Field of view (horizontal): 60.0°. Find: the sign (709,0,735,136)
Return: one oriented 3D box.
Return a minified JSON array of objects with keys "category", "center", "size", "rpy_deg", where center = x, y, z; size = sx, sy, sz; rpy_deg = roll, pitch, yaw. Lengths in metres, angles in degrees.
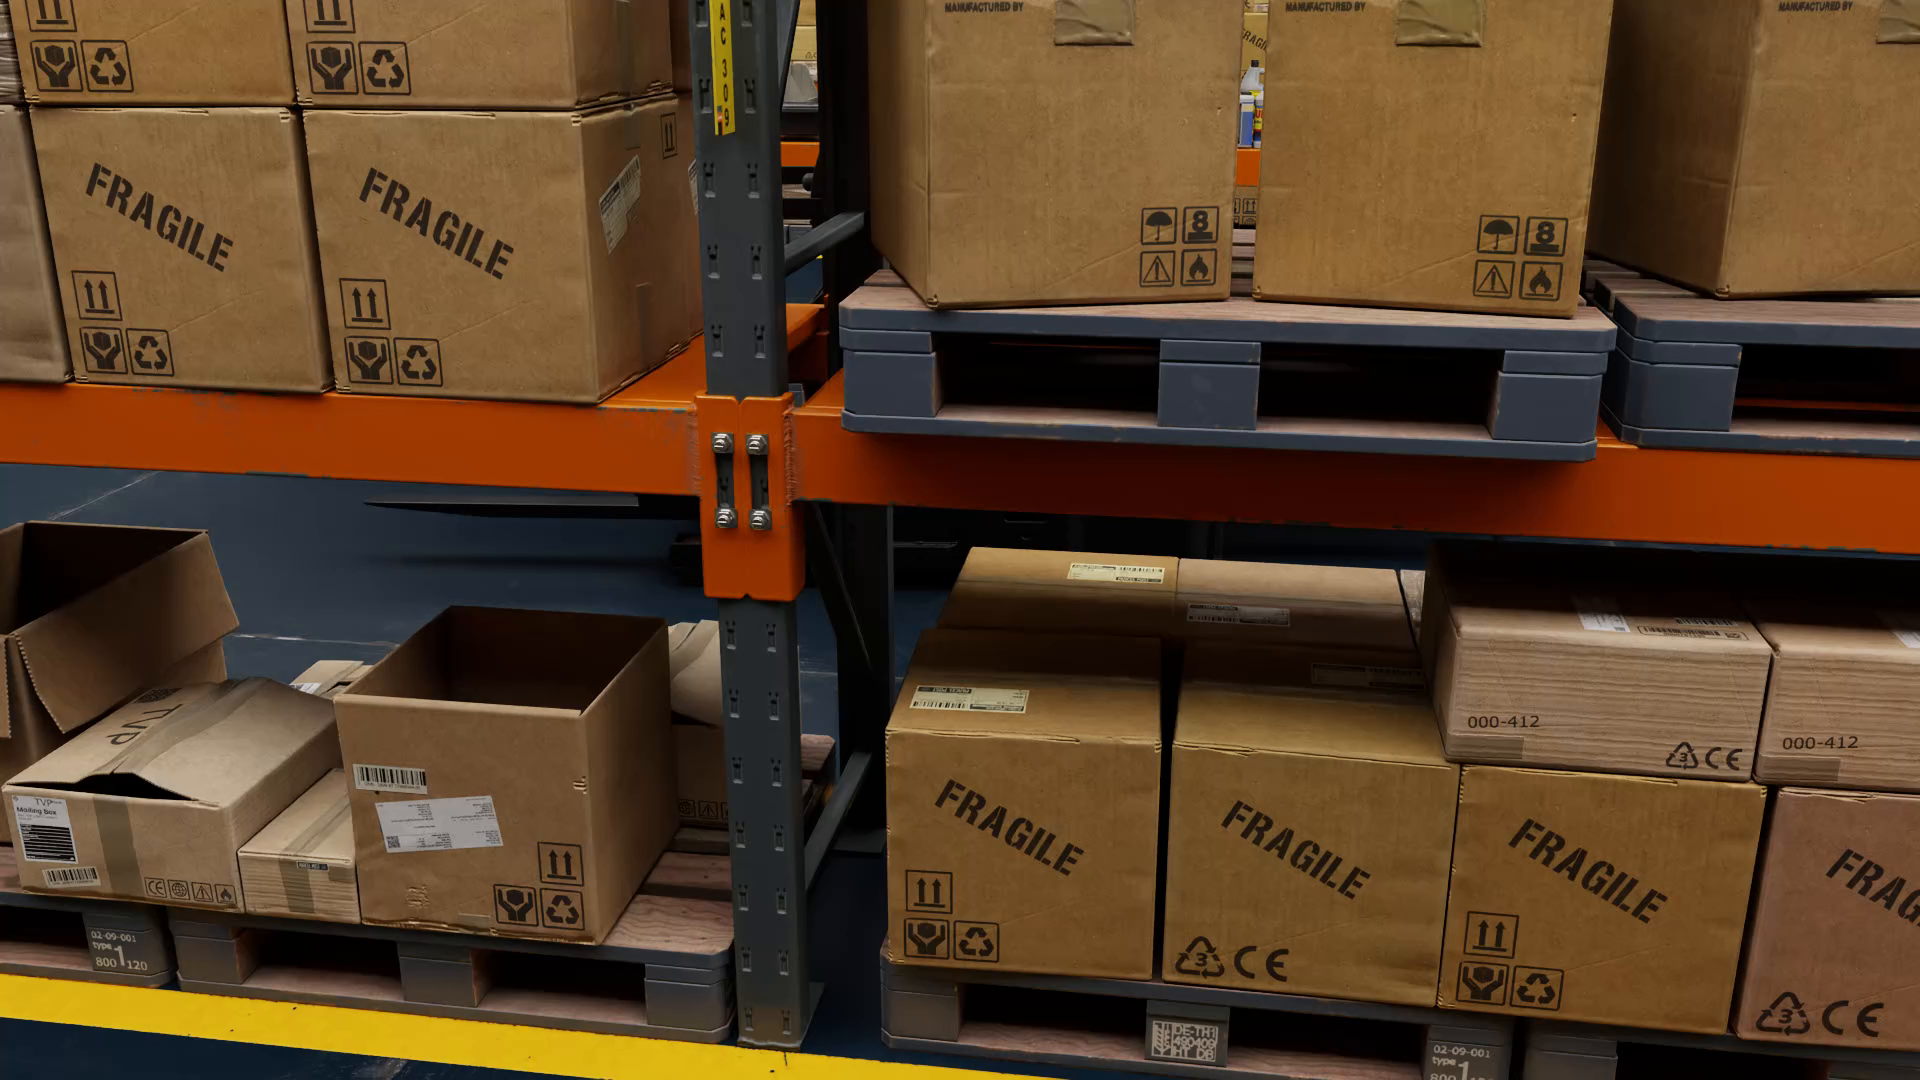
[{"category":"sign","center":[-0.378,-0.810,2.634],"size":[0.005,0.325,0.100],"rpy_deg":[3,19,9]}]

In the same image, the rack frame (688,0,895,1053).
[{"category":"rack frame","center":[-0.299,-0.570,3.280],"size":[0.127,3.000,1.000],"rpy_deg":[3,19,9]}]

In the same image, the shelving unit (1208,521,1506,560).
[{"category":"shelving unit","center":[1.460,-0.532,6.120],"size":[1.048,1.125,0.538],"rpy_deg":[1,19,2]}]

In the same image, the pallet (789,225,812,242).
[{"category":"pallet","center":[-0.671,-2.475,13.366],"size":[1.213,0.211,1.003],"rpy_deg":[3,19,9]}]

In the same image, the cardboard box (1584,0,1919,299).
[{"category":"cardboard box","center":[1.455,-0.747,2.990],"size":[0.500,0.500,0.700],"rpy_deg":[-2,19,-5]}]

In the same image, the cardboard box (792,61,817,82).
[{"category":"cardboard box","center":[-1.106,-3.571,12.643],"size":[0.250,0.149,0.380],"rpy_deg":[3,19,8]}]

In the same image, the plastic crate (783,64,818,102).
[{"category":"plastic crate","center":[-0.988,-2.229,8.329],"size":[0.530,0.282,0.437],"rpy_deg":[3,19,9]}]

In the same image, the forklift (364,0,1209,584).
[{"category":"forklift","center":[-0.629,-1.399,5.864],"size":[3.031,2.935,1.130],"rpy_deg":[1,19,2]}]

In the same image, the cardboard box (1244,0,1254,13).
[{"category":"cardboard box","center":[1.908,-4.167,12.292],"size":[0.637,0.503,0.797],"rpy_deg":[2,19,7]}]

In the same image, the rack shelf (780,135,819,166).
[{"category":"rack shelf","center":[-1.484,-1.881,8.333],"size":[4.000,0.370,1.077],"rpy_deg":[3,19,9]}]

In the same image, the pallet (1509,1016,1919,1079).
[{"category":"pallet","center":[1.718,0.842,3.454],"size":[1.213,0.211,1.003],"rpy_deg":[3,19,9]}]

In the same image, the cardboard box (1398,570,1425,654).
[{"category":"cardboard box","center":[1.215,0.394,3.643],"size":[0.500,0.500,0.500],"rpy_deg":[3,19,9]}]

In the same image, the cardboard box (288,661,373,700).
[{"category":"cardboard box","center":[-1.535,0.435,4.046],"size":[0.250,0.166,0.380],"rpy_deg":[3,19,9]}]

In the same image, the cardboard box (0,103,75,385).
[{"category":"cardboard box","center":[-1.850,-0.613,3.251],"size":[0.500,0.500,0.500],"rpy_deg":[3,19,10]}]

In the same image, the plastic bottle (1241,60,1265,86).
[{"category":"plastic bottle","center":[1.450,-2.155,8.093],"size":[0.185,0.351,0.144],"rpy_deg":[3,19,9]}]

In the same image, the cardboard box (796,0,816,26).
[{"category":"cardboard box","center":[-1.236,-4.142,12.542],"size":[0.500,0.500,0.500],"rpy_deg":[2,19,7]}]

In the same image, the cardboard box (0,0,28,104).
[{"category":"cardboard box","center":[-1.843,-1.087,3.090],"size":[0.500,0.500,0.500],"rpy_deg":[3,19,9]}]

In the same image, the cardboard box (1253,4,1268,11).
[{"category":"cardboard box","center":[2.989,-5.254,16.545],"size":[0.250,0.149,0.380],"rpy_deg":[3,19,10]}]

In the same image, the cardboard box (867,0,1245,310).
[{"category":"cardboard box","center":[0.133,-0.723,2.917],"size":[0.500,0.500,0.700],"rpy_deg":[-3,19,-10]}]

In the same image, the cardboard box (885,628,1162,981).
[{"category":"cardboard box","center":[0.140,0.507,3.306],"size":[0.500,0.500,0.500],"rpy_deg":[2,19,6]}]

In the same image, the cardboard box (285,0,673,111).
[{"category":"cardboard box","center":[-0.840,-1.036,2.939],"size":[0.500,0.500,0.500],"rpy_deg":[3,19,9]}]

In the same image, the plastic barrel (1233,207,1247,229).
[{"category":"plastic barrel","center":[1.025,-1.293,8.086],"size":[0.708,0.901,0.600],"rpy_deg":[3,19,9]}]

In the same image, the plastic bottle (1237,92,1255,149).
[{"category":"plastic bottle","center":[1.248,-1.902,7.456],"size":[0.135,0.276,0.152],"rpy_deg":[3,19,9]}]

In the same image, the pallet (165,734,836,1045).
[{"category":"pallet","center":[-0.977,0.717,3.827],"size":[1.213,0.211,1.003],"rpy_deg":[3,19,9]}]

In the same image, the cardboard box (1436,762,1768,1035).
[{"category":"cardboard box","center":[1.160,0.558,3.154],"size":[0.500,0.500,0.500],"rpy_deg":[3,19,9]}]

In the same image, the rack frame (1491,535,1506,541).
[{"category":"rack frame","center":[1.967,-0.525,6.100],"size":[0.032,1.125,0.500],"rpy_deg":[1,19,2]}]

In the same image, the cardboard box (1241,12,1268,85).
[{"category":"cardboard box","center":[2.187,-3.595,12.161],"size":[0.500,0.500,0.500],"rpy_deg":[3,19,9]}]

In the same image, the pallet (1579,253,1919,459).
[{"category":"pallet","center":[1.729,-0.374,2.997],"size":[1.213,0.211,1.003],"rpy_deg":[3,19,9]}]

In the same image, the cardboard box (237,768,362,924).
[{"category":"cardboard box","center":[-1.286,0.633,3.483],"size":[0.250,0.149,0.380],"rpy_deg":[3,19,9]}]

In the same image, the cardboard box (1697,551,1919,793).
[{"category":"cardboard box","center":[1.622,0.227,2.962],"size":[0.500,0.250,0.500],"rpy_deg":[3,19,8]}]

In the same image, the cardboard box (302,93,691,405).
[{"category":"cardboard box","center":[-0.833,-0.562,3.099],"size":[0.500,0.500,0.500],"rpy_deg":[3,19,10]}]

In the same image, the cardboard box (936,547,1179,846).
[{"category":"cardboard box","center":[0.234,0.342,3.801],"size":[0.500,0.500,0.500],"rpy_deg":[3,19,8]}]

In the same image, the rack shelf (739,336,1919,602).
[{"category":"rack shelf","center":[1.676,-0.128,3.093],"size":[4.000,0.370,1.077],"rpy_deg":[3,19,9]}]

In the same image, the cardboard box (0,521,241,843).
[{"category":"cardboard box","center":[-2.155,0.312,3.884],"size":[0.637,0.503,0.797],"rpy_deg":[3,19,9]}]
